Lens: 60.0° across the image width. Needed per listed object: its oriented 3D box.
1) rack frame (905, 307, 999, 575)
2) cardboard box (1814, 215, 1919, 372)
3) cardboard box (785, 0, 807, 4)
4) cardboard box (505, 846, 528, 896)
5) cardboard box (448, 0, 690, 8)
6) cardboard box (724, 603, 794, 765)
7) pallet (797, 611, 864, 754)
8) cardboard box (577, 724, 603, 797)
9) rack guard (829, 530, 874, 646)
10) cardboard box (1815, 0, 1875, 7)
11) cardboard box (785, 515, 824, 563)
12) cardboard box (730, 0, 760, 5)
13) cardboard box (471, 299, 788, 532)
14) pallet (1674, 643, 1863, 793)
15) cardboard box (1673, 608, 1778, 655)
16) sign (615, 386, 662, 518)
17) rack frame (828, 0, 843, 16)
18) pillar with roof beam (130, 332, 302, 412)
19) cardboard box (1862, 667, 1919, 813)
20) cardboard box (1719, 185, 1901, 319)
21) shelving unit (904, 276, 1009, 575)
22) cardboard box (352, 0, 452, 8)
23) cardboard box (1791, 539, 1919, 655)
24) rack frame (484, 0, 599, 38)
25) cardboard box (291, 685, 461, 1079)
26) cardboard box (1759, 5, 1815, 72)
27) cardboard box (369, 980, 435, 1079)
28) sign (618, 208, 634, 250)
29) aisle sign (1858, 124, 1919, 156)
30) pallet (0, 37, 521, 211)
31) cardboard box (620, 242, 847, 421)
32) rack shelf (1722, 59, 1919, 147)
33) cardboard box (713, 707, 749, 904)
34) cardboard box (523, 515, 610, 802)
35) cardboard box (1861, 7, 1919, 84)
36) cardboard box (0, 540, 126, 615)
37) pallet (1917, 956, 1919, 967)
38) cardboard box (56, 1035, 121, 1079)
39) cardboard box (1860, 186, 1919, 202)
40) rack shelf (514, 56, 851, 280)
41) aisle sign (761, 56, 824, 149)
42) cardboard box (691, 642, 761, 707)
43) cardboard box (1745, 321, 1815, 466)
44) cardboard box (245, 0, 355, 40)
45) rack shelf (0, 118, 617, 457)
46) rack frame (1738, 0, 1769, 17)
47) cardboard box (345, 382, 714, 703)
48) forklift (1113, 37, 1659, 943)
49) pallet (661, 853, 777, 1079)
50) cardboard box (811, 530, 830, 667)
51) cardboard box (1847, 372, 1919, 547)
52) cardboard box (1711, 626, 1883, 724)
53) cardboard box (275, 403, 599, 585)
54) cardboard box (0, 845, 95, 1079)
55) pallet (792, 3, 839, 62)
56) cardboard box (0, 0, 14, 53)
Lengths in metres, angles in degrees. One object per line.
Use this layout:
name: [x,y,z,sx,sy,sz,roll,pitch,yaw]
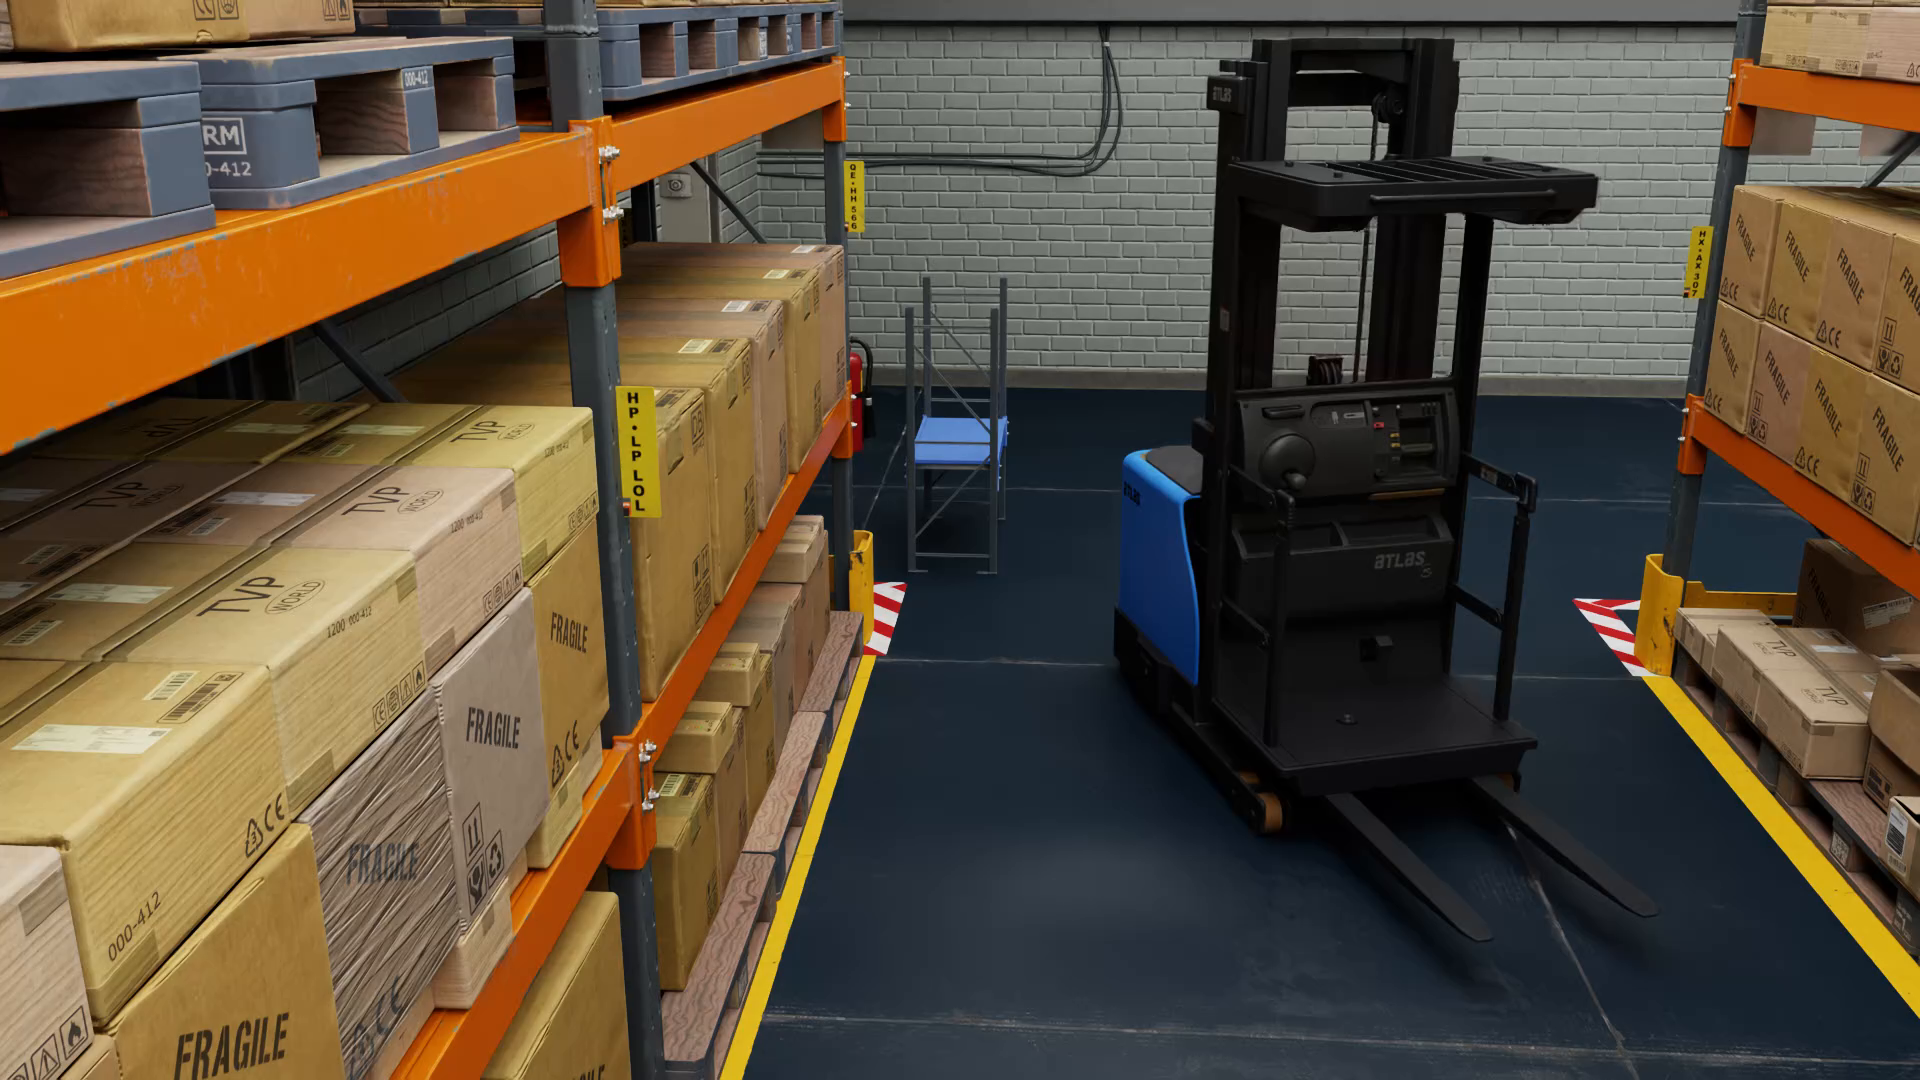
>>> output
rack frame: [-0.043,-0.528,9.127,0.500,1.500,0.032,1,18,4]
cardboard box: [3.541,-0.913,6.127,0.500,0.500,0.500,2,18,5]
cardboard box: [-0.859,-2.156,6.274,0.500,0.250,0.500,1,18,2]
cardboard box: [-1.121,0.672,3.426,0.380,0.149,0.250,2,18,6]
cardboard box: [-1.009,-1.517,4.325,0.500,0.250,0.500,1,18,4]
cardboard box: [-1.056,0.570,6.707,0.700,0.500,0.500,1,18,2]
pallet: [-1.014,0.625,7.675,1.003,0.211,1.213,1,18,4]
cardboard box: [-1.063,0.514,3.909,0.380,0.149,0.250,1,18,4]
rack guard: [-1.033,0.231,8.416,1.175,0.500,0.348,1,18,4]
cardboard box: [3.567,-2.123,6.206,0.500,0.250,0.500,1,18,4]
cardboard box: [-0.813,-0.006,7.423,0.380,0.149,0.250,1,18,3]
cardboard box: [-0.929,-1.835,5.294,0.500,0.250,0.500,1,18,2]
cardboard box: [-1.166,-0.471,6.061,0.980,0.700,0.700,0,18,1]
pallet: [3.845,0.756,7.277,1.003,0.211,1.213,1,18,4]
cardboard box: [3.534,0.428,7.672,0.380,0.149,0.250,1,18,4]
sign: [-0.780,-0.211,4.017,0.100,0.325,0.005,1,18,4]
rack frame: [-1.035,-3.801,7.070,1.000,3.000,0.127,1,18,4]
pillar with roof beam: [2.160,-2.699,3.708,9.100,9.000,0.400,1,18,4]
cardboard box: [3.749,0.796,5.980,0.797,0.503,0.637,1,18,4]
cardboard box: [3.612,-1.231,7.097,0.500,0.500,0.500,2,18,6]
shelving unit: [-0.006,-0.686,9.609,0.538,1.500,1.048,1,18,4]
cardboard box: [-1.506,-1.526,4.353,0.500,0.250,0.500,1,18,4]
cardboard box: [4.113,0.313,7.459,0.500,0.500,0.500,1,18,4]
rack frame: [-1.321,-2.558,3.279,1.000,3.000,0.127,1,18,4]
cardboard box: [-1.174,0.558,2.733,0.500,0.500,0.500,1,18,4]
cardboard box: [3.616,-2.041,6.757,0.500,0.250,0.500,1,18,4]
cardboard box: [-1.165,0.830,2.944,0.380,0.149,0.250,1,18,4]
sign: [-1.588,-1.413,7.901,0.100,0.325,0.005,1,18,4]
aisle sign: [4.217,-2.090,7.309,0.394,0.787,0.004,1,18,4]
pallet: [-1.338,-0.756,2.903,0.805,0.209,1.217,1,18,2]
cardboard box: [-1.061,-0.934,7.474,0.980,0.700,0.700,2,18,6]
rack shelf: [3.763,-1.303,5.420,1.077,0.370,4.000,1,18,4]
cardboard box: [-1.126,0.895,5.715,0.700,0.500,0.500,1,18,3]
cardboard box: [-1.103,0.243,3.693,0.500,0.500,0.500,1,18,3]
cardboard box: [3.533,-1.730,5.810,0.500,0.250,0.500,1,18,4]
cardboard box: [-1.676,0.193,2.641,0.500,0.250,0.500,1,18,2]
pallet: [3.670,1.514,4.964,1.003,0.211,1.213,1,18,4]
cardboard box: [-1.235,0.875,1.766,0.500,0.500,0.500,1,18,4]
cardboard box: [4.149,-1.219,7.059,0.500,0.500,0.500,1,18,3]
rack shelf: [-1.178,-1.412,5.754,1.077,0.370,4.000,1,18,4]
aisle sign: [-0.730,-2.201,7.647,0.394,0.787,0.004,1,18,4]
cardboard box: [-0.922,0.478,5.945,0.380,0.149,0.250,1,18,2]
cardboard box: [3.580,-0.596,6.763,0.500,0.500,0.500,1,18,3]
cardboard box: [-1.494,-1.119,2.835,0.700,0.500,0.500,0,18,1]
rack shelf: [-1.465,-0.170,1.962,1.077,0.370,4.000,1,18,4]
rack frame: [3.906,-3.691,6.736,1.000,3.000,0.127,1,18,4]
cardboard box: [-1.266,-0.018,4.679,0.980,0.700,0.700,2,18,5]
forklift: [1.600,-0.384,6.387,1.130,2.935,3.031,-5,19,-14]
pallet: [-1.189,1.383,5.363,1.003,0.211,1.213,1,18,4]
cardboard box: [-0.985,0.258,7.658,0.700,0.500,0.500,1,18,4]
cardboard box: [3.504,-0.285,5.814,0.500,0.500,0.500,2,18,5]
cardboard box: [3.549,0.575,7.060,0.500,0.250,0.500,1,18,4]
cardboard box: [-1.100,-0.111,3.571,0.500,0.250,0.500,2,18,5]
cardboard box: [-1.249,0.523,1.636,0.500,0.250,0.500,1,18,4]
pallet: [-1.077,-2.102,6.847,1.003,0.211,1.213,1,18,4]
cardboard box: [-1.569,-0.790,1.833,0.700,0.500,0.500,1,18,4]
